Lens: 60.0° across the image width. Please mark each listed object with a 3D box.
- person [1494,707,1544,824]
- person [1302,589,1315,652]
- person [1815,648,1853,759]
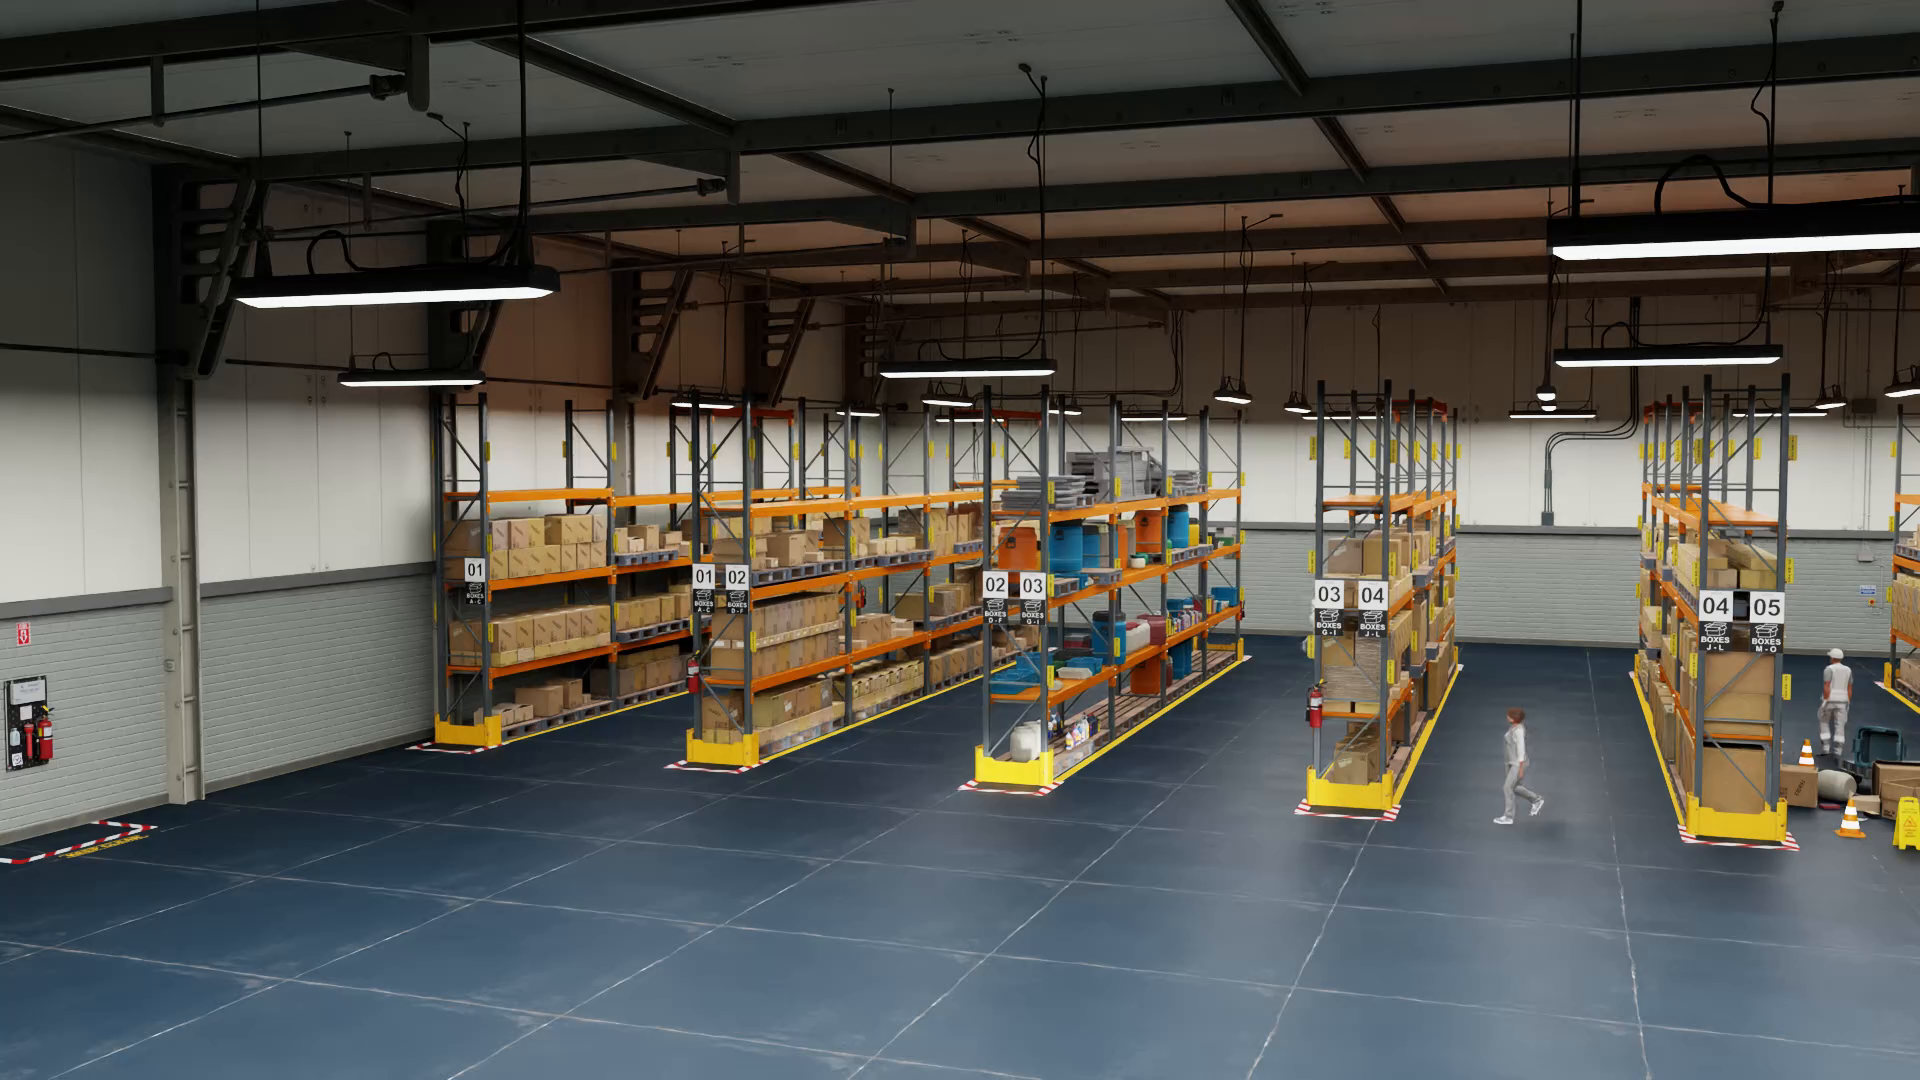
[{"bbox_3d":[7.517,3.011,22.281,0.760,1.566,0.415,0,3,-7],"label":"person"},{"bbox_3d":[8.707,1.993,40.704,0.587,1.661,0.528,3,4,40],"label":"person"},{"bbox_3d":[14.292,2.685,27.108,0.513,1.824,0.548,1,3,14],"label":"person"}]
